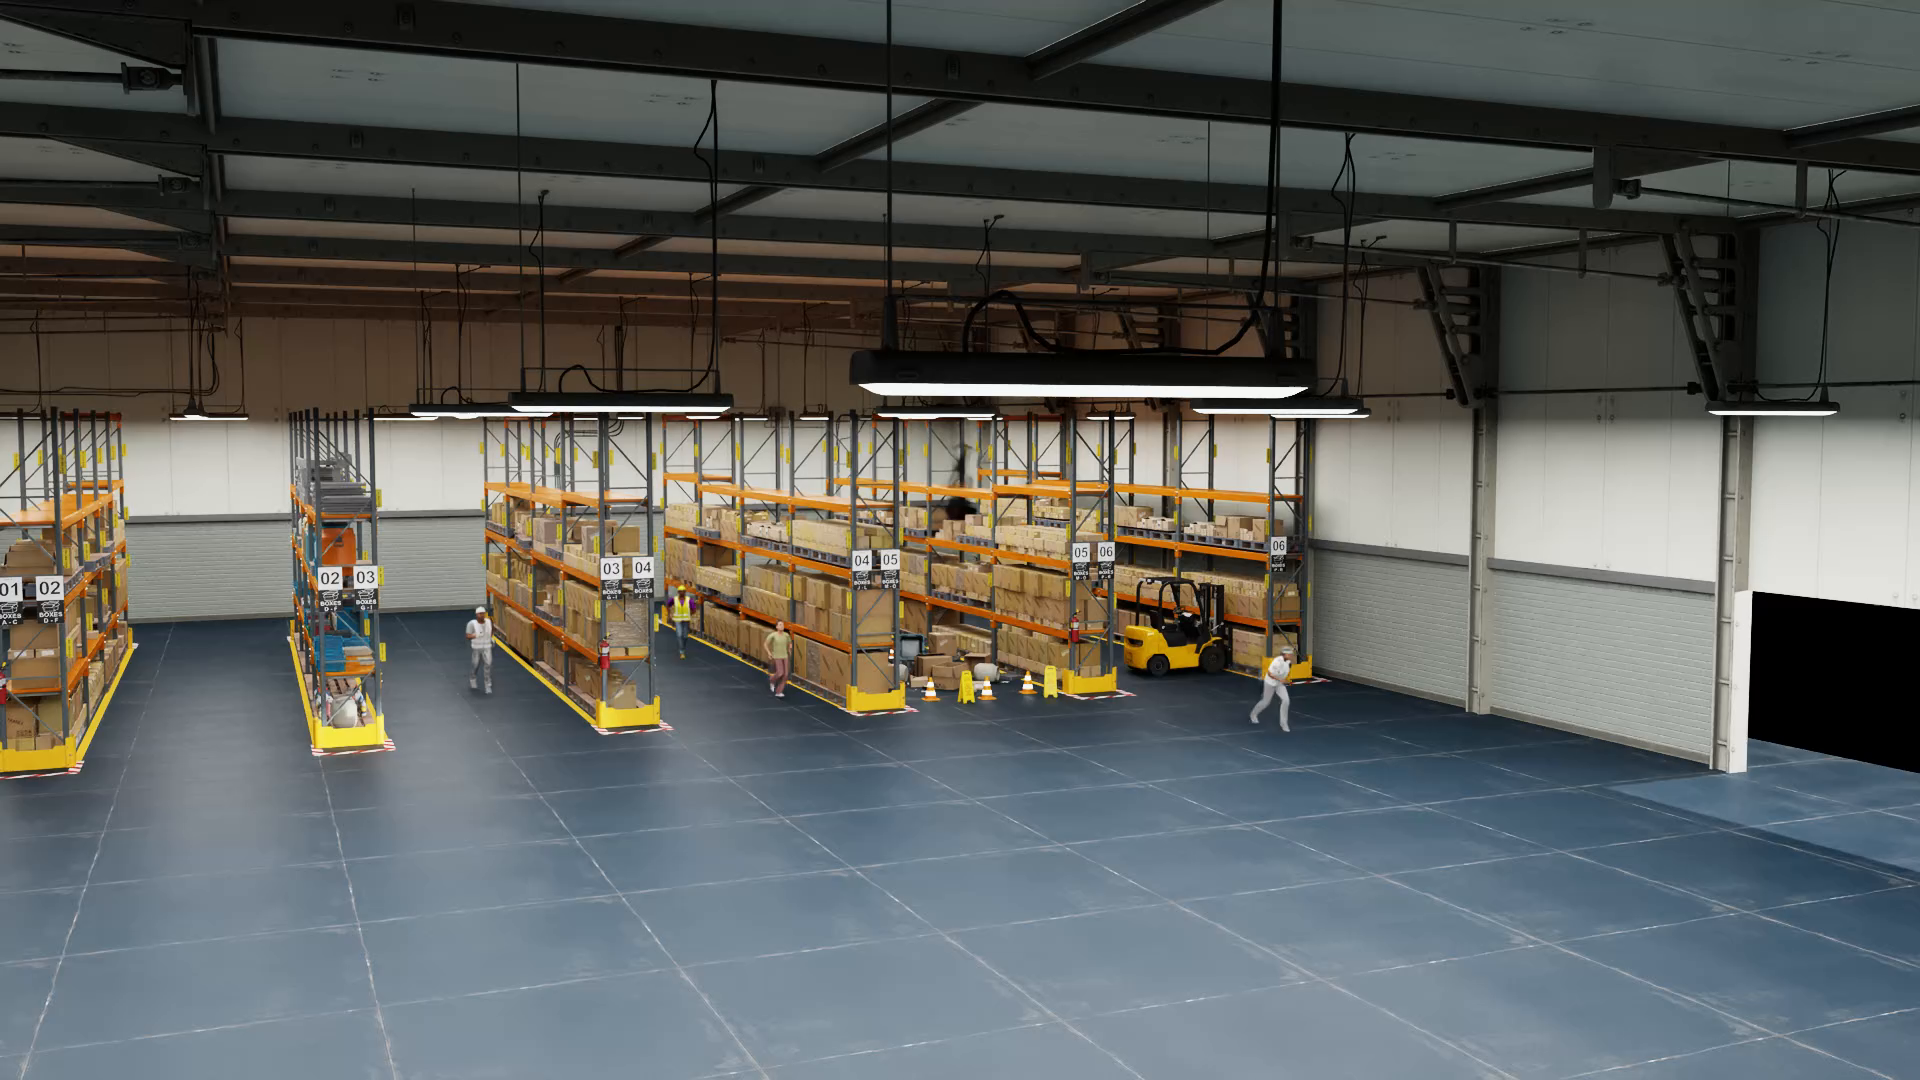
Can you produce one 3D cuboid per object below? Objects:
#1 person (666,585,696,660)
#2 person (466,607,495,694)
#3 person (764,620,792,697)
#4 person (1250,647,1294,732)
[{"bbox_3d":[-6.797,1.991,40.644,0.700,1.774,0.972,-1,4,-18],"label":"person"},{"bbox_3d":[-10.224,2.323,35.454,0.672,1.812,0.930,-3,5,-33],"label":"person"},{"bbox_3d":[-3.758,2.476,34.770,0.589,1.623,0.550,-3,5,-32],"label":"person"},{"bbox_3d":[5.864,2.772,31.252,0.617,1.624,0.986,-4,5,-42],"label":"person"}]
